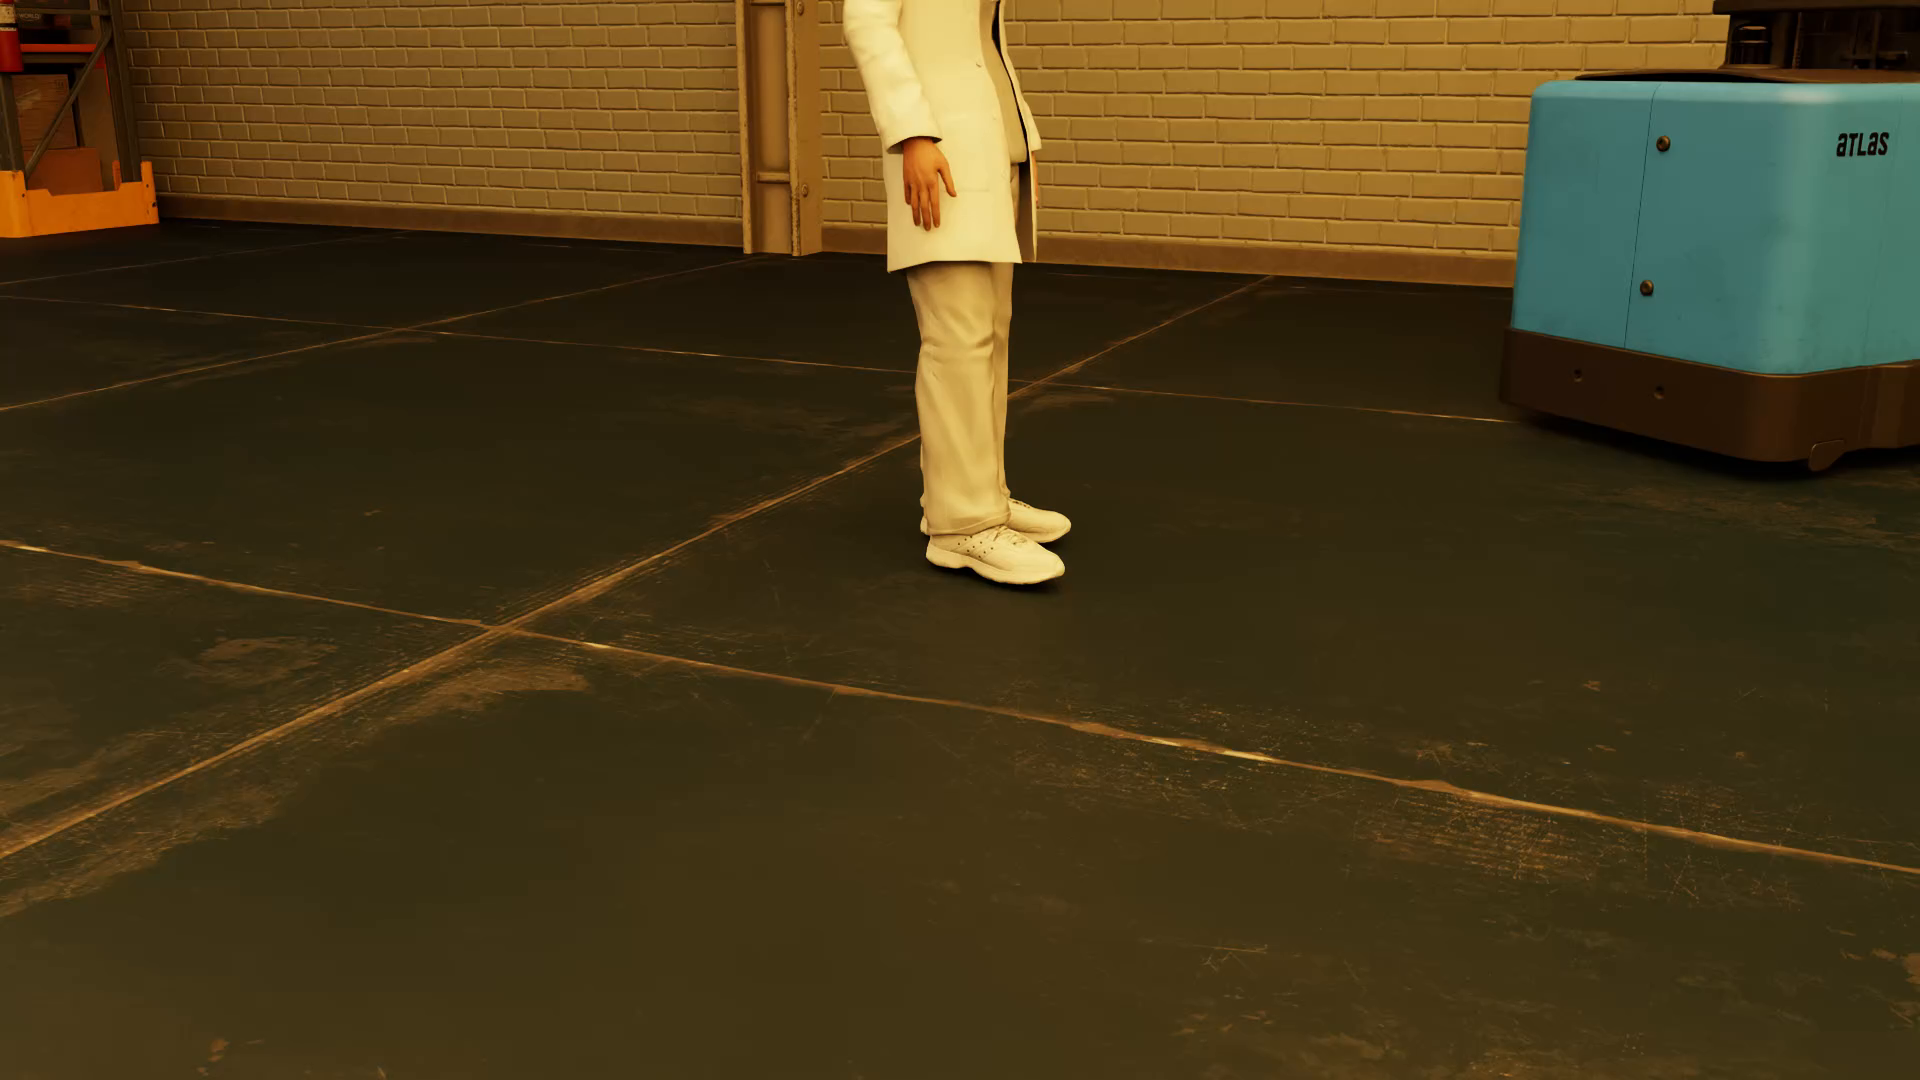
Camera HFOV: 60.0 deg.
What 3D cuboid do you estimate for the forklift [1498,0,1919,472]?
[{"bbox_3d":[3.295,-1.867,5.269,3.031,2.935,1.130,-8,18,-27],"label":"forklift"}]

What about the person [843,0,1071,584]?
[{"bbox_3d":[0.082,-0.849,3.803,0.578,1.777,0.698,7,18,23],"label":"person"}]
